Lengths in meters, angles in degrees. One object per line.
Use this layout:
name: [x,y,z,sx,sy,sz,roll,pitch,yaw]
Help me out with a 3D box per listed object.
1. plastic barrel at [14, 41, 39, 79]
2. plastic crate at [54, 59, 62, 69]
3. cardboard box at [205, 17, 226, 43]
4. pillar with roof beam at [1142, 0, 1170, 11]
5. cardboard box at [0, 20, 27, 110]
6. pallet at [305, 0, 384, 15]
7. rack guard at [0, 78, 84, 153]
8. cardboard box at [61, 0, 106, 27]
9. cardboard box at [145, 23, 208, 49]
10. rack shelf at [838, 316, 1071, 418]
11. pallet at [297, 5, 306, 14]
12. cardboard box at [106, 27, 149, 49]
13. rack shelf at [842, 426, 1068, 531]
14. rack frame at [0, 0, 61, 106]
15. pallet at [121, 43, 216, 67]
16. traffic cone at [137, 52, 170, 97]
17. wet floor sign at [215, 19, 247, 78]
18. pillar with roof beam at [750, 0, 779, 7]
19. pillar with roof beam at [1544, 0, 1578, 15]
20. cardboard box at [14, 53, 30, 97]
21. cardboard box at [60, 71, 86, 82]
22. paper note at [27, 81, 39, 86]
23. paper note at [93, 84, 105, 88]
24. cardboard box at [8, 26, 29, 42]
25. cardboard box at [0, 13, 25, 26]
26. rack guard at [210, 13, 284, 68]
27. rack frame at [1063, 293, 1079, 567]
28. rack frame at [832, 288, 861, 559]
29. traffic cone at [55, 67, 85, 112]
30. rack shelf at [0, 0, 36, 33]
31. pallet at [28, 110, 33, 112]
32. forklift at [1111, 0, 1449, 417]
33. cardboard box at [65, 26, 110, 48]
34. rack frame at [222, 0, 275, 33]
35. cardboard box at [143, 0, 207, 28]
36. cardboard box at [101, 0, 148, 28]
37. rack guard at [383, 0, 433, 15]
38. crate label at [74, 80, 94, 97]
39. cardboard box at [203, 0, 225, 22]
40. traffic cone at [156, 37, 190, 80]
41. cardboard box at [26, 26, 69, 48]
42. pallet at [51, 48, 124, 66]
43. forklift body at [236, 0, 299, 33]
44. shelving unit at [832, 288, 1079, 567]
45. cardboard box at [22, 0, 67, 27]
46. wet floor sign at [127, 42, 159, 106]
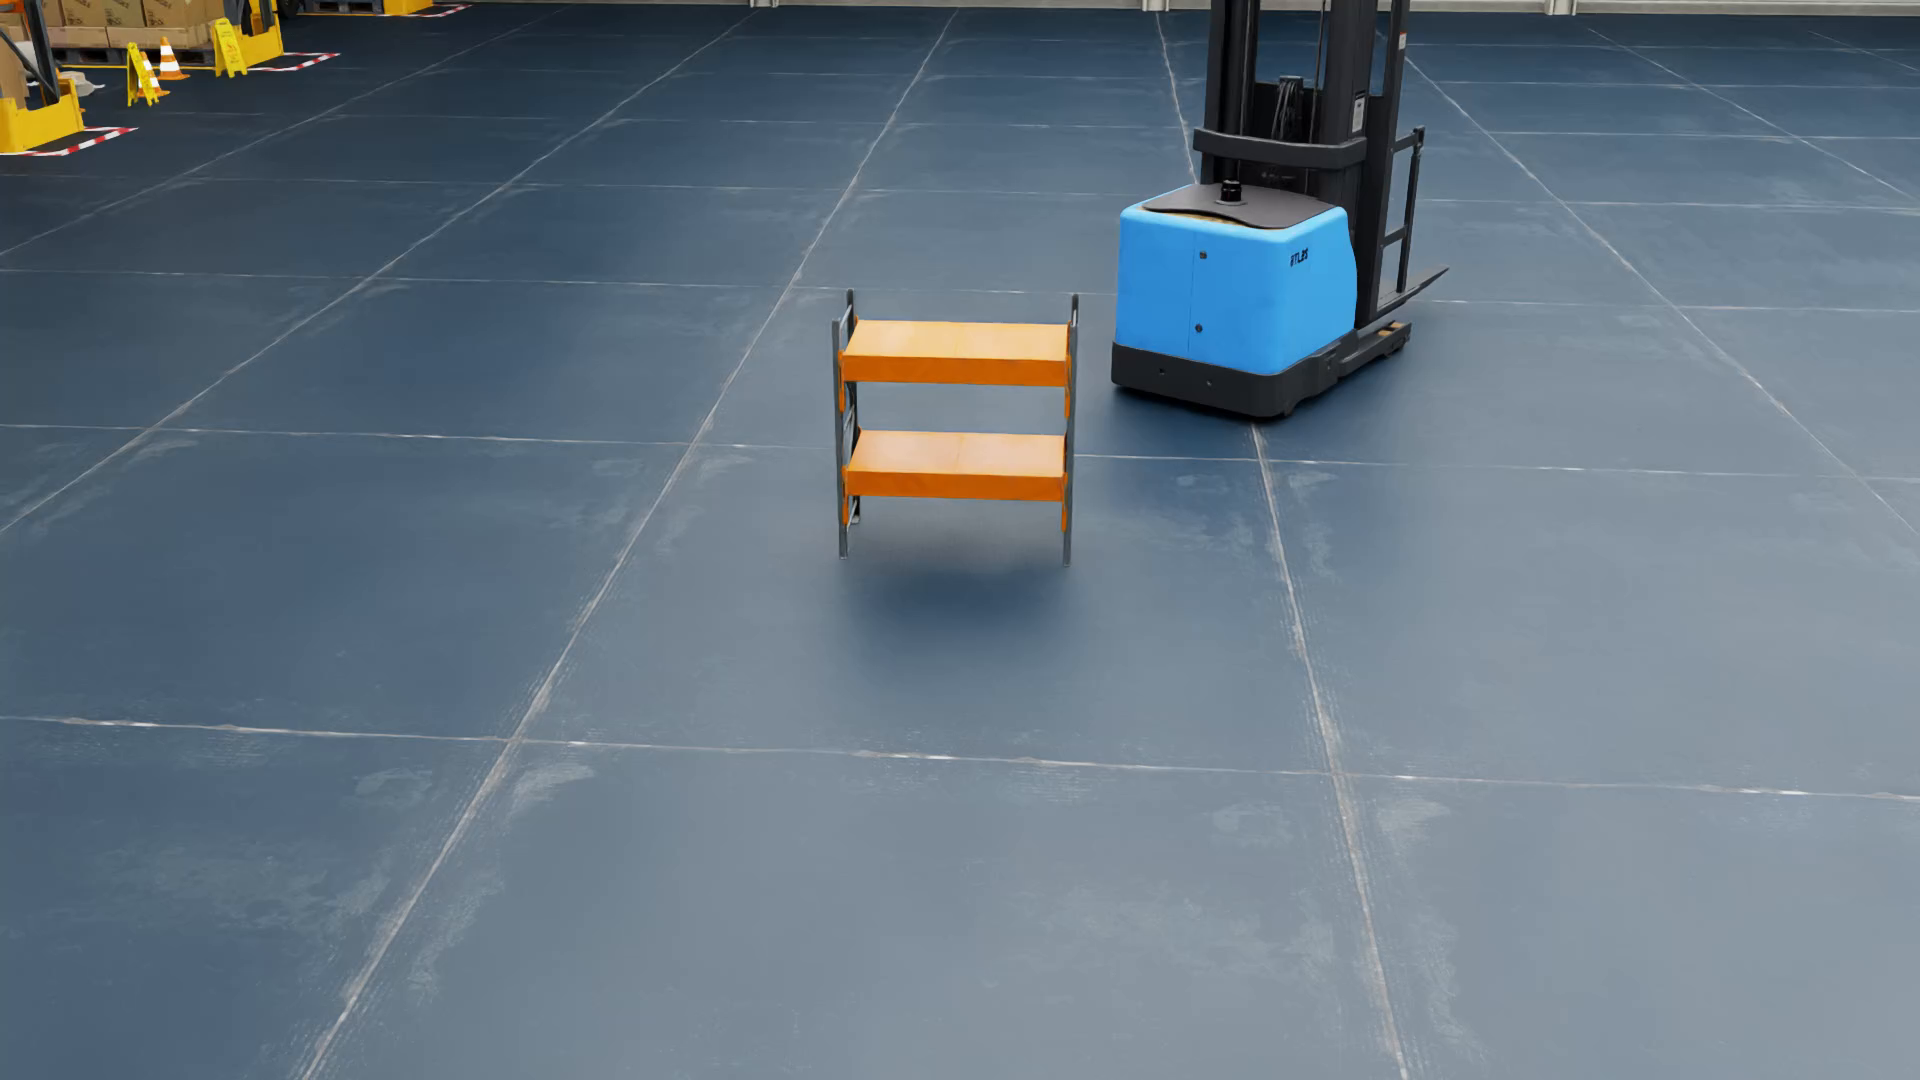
plastic barrel: [-10.925,-5.593,19.398,0.421,0.421,0.512,22,33,39]
plastic crate: [-11.235,-5.738,20.124,0.583,0.080,0.402,-7,26,-14]
cardboard box: [-9.532,-6.411,20.881,0.500,0.250,0.500,2,25,4]
pillar with roof beam: [2.637,-10.342,19.460,0.400,9.000,9.100,2,25,4]
cardboard box: [-9.709,-4.481,15.940,0.875,0.875,0.875,2,25,4]
pallet: [-9.139,-8.137,25.182,1.213,0.211,1.003,2,25,4]
rack guard: [-9.004,-4.125,16.117,0.348,0.500,1.175,2,25,4]
cardboard box: [-10.591,-6.562,20.312,0.500,0.500,0.500,1,25,3]
cardboard box: [-9.600,-6.184,20.388,0.500,0.250,0.500,2,25,4]
rack shelf: [-0.007,-0.777,7.393,1.000,0.278,0.538,2,25,4]
pallet: [-10.352,-8.177,25.269,1.213,0.211,1.003,2,25,4]
cardboard box: [-10.092,-6.203,20.430,0.500,0.250,0.500,2,25,4]
rack shelf: [-0.007,-0.289,7.618,1.000,0.278,0.538,2,25,4]
rack frame: [-9.028,-5.262,15.597,0.127,3.000,1.000,2,25,4]
pallet: [-9.632,-6.104,20.764,1.213,0.211,1.003,2,25,4]
traffic cone: [-9.023,-5.178,18.450,0.334,0.463,0.336,2,25,4]
wet floor sign: [-8.642,-5.806,19.597,0.232,0.644,0.267,11,27,22]
pillar with roof beam: [-3.345,-10.534,19.878,0.400,9.000,9.100,2,25,4]
pillar with roof beam: [8.619,-10.150,19.043,0.400,9.000,9.100,2,25,4]
cardboard box: [-10.694,-5.195,18.438,0.637,0.503,0.797,-17,30,-32]
cardboard box: [-10.210,-5.233,18.945,0.250,0.149,0.380,16,29,31]
paper note: [-10.680,-5.264,19.168,0.142,0.019,0.148,11,27,22]
paper note: [-9.844,-5.180,18.971,0.142,0.019,0.148,-7,26,-14]
cardboard box: [-11.637,-6.254,20.540,0.500,0.250,0.500,3,25,7]
cardboard box: [-11.635,-6.595,20.383,0.500,0.500,0.500,3,25,6]
rack guard: [-8.825,-6.195,20.615,0.348,0.500,1.175,2,25,4]
rack frame: [0.500,-0.495,7.480,0.032,1.125,0.500,2,25,4]
rack frame: [-0.514,-0.527,7.551,0.032,1.125,0.500,2,25,4]
traffic cone: [-9.448,-4.718,17.450,0.334,0.463,0.336,2,25,4]
rack shelf: [-11.022,-4.999,15.886,4.000,0.370,1.077,2,25,4]
pallet: [-9.831,-3.988,16.164,1.213,0.211,1.003,2,25,4]
forklift: [2.145,-2.556,9.798,1.130,2.935,3.031,17,30,32]
cardboard box: [-10.614,-6.218,20.461,0.500,0.250,0.500,1,25,2]
rack frame: [-8.749,-7.328,20.087,0.127,3.000,1.000,2,25,4]
cardboard box: [-9.568,-6.527,20.237,0.500,0.500,0.500,2,25,4]
cardboard box: [-10.089,-6.543,20.270,0.500,0.500,0.500,3,25,6]
rack guard: [-8.349,-8.261,25.104,0.348,0.500,1.175,2,25,4]
crate label: [-9.811,-5.030,18.517,0.298,0.136,0.250,-11,27,-23]
cardboard box: [-9.556,-6.752,20.725,0.500,0.500,0.500,1,25,2]
traffic cone: [-9.277,-5.652,19.479,0.334,0.463,0.336,2,25,4]
cardboard box: [-11.108,-6.238,20.505,0.500,0.250,0.500,2,25,3]
pallet: [-10.846,-6.145,20.851,1.213,0.211,1.003,2,25,4]
forklift body: [-10.403,-8.312,23.240,1.214,2.155,2.313,2,25,4]
shelving unit: [-0.007,-0.511,7.515,1.048,1.125,0.538,2,25,4]
cardboard box: [-11.119,-6.577,20.346,0.500,0.500,0.500,3,25,7]
wet floor sign: [-8.847,-5.017,17.880,0.232,0.644,0.267,-2,25,-5]
